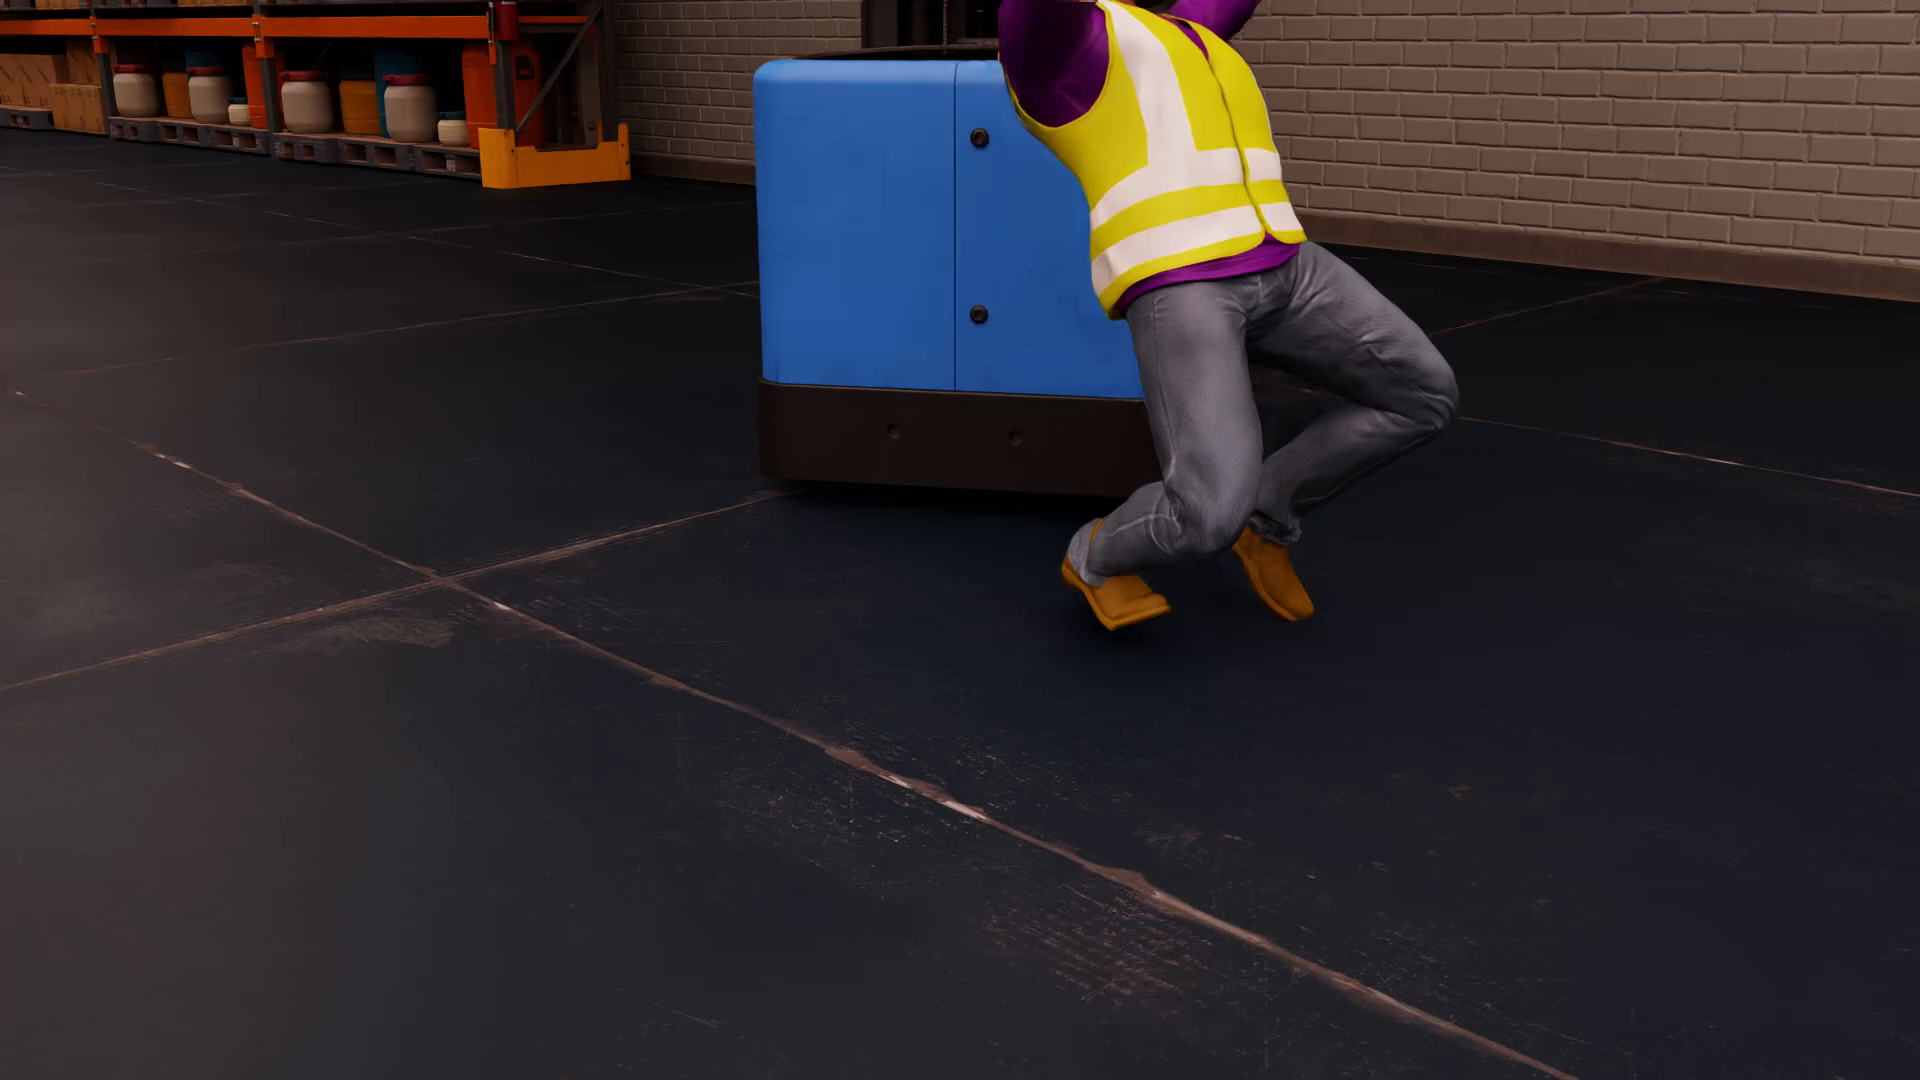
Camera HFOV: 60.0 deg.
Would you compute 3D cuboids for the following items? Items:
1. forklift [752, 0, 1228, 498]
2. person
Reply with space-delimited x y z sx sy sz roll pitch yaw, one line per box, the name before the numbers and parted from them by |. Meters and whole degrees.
forklift | 0.297 -1.893 5.059 1.130 2.935 3.031 4 17 11
person | 0.536 -0.626 3.158 1.083 1.662 0.807 -16 23 -42
